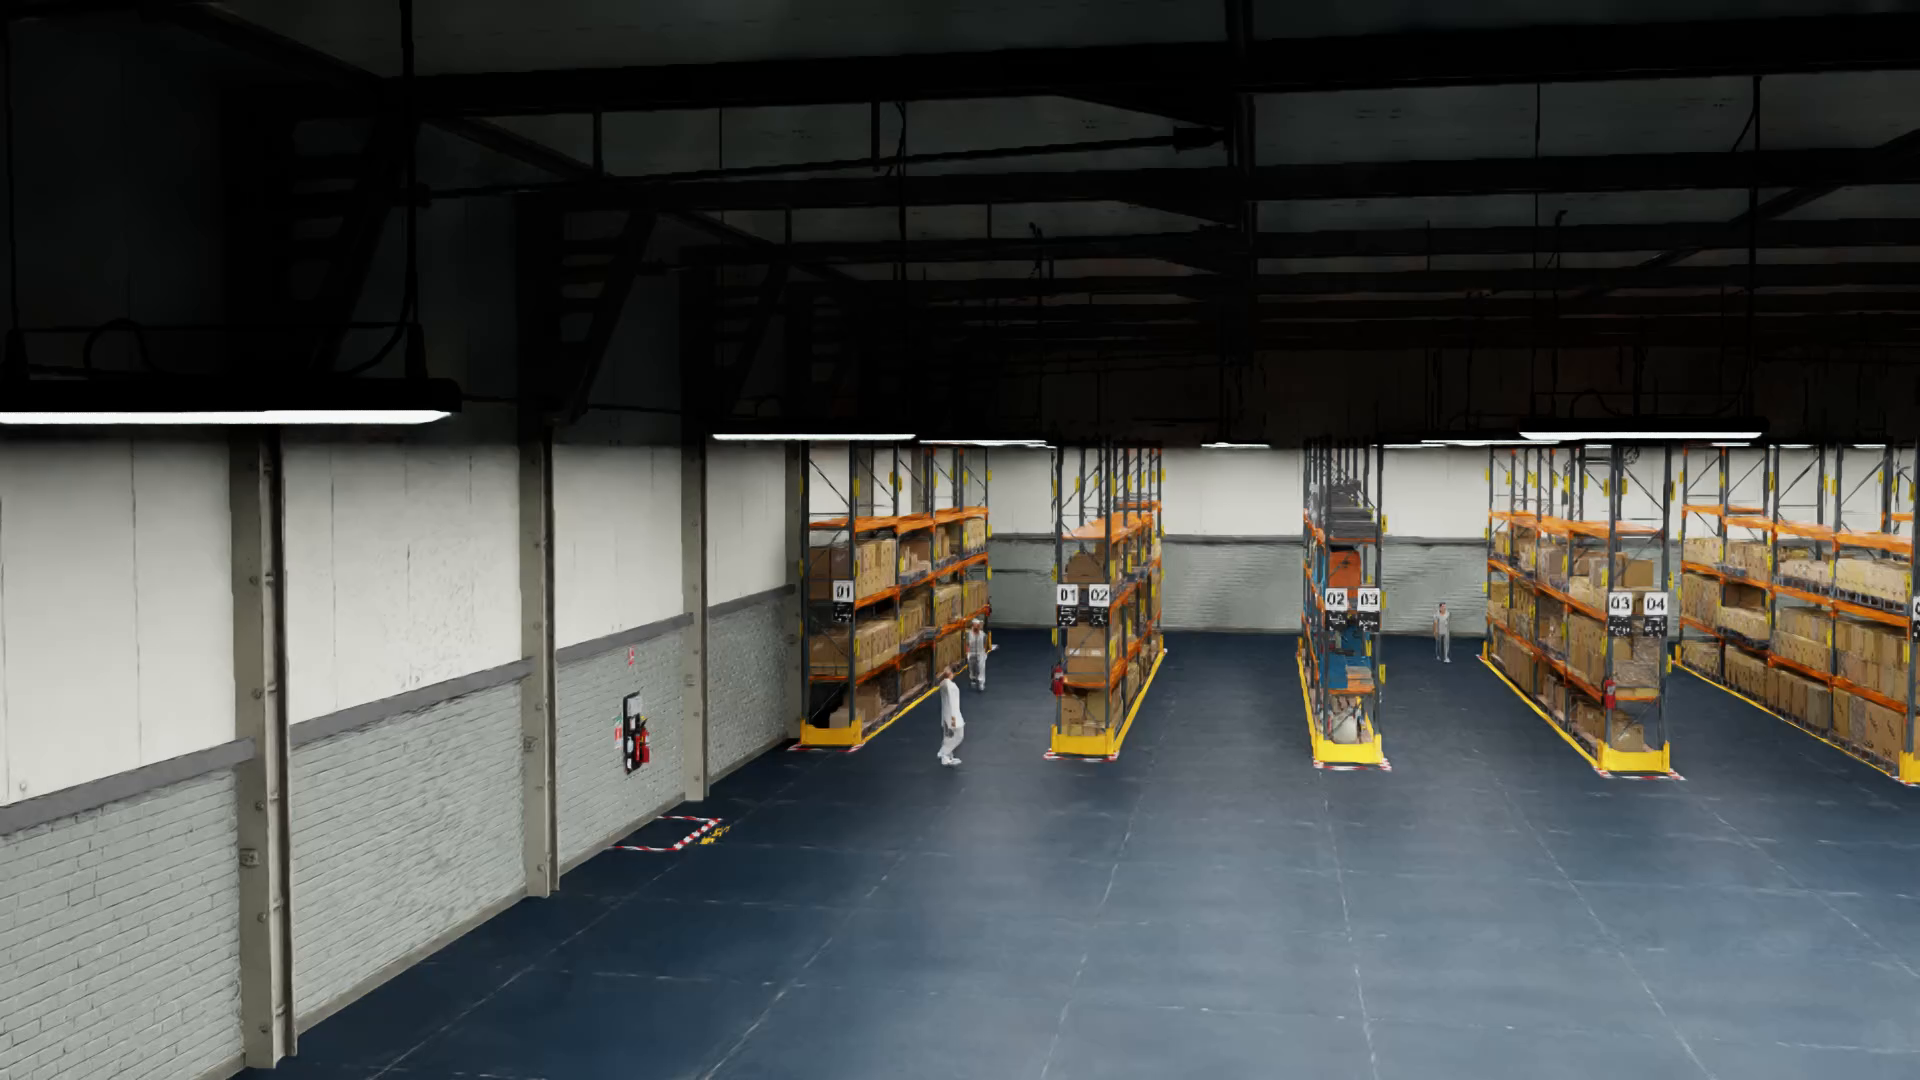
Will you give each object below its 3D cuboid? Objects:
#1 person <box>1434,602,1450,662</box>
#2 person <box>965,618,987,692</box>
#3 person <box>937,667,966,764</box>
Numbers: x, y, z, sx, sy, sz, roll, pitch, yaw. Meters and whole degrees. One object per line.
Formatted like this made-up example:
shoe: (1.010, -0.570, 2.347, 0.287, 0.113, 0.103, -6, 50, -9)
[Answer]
person: (13.061, 2.475, 45.074, 0.446, 1.590, 1.110, 1, 3, 13)
person: (0.375, 2.714, 39.433, 0.528, 1.727, 1.030, 0, 3, 2)
person: (-0.191, 3.195, 30.243, 0.515, 1.775, 0.628, -1, 3, -20)
